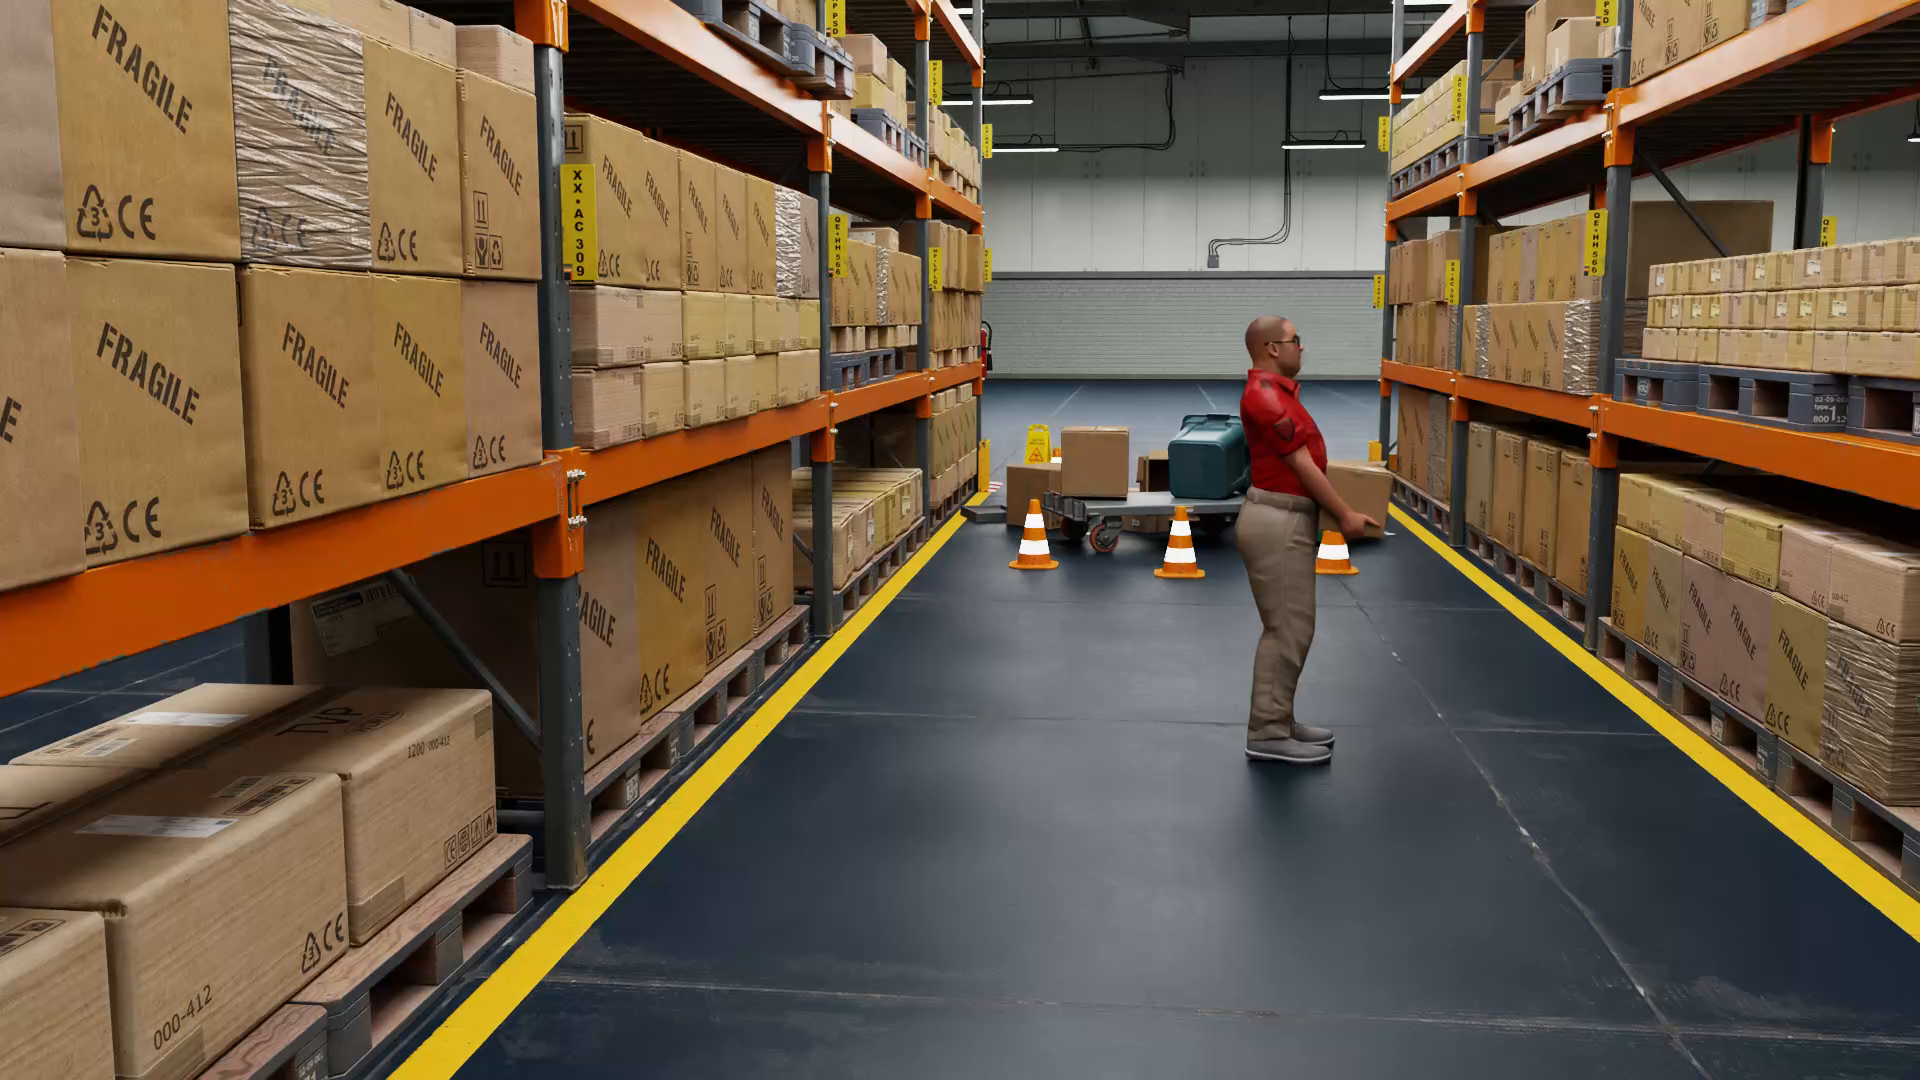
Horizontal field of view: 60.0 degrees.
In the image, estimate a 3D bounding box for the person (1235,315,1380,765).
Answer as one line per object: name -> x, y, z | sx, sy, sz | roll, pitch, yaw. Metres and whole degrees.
person -> 1.347, -0.013, 6.499 | 0.538, 1.718, 0.494 | 1, 8, 7
